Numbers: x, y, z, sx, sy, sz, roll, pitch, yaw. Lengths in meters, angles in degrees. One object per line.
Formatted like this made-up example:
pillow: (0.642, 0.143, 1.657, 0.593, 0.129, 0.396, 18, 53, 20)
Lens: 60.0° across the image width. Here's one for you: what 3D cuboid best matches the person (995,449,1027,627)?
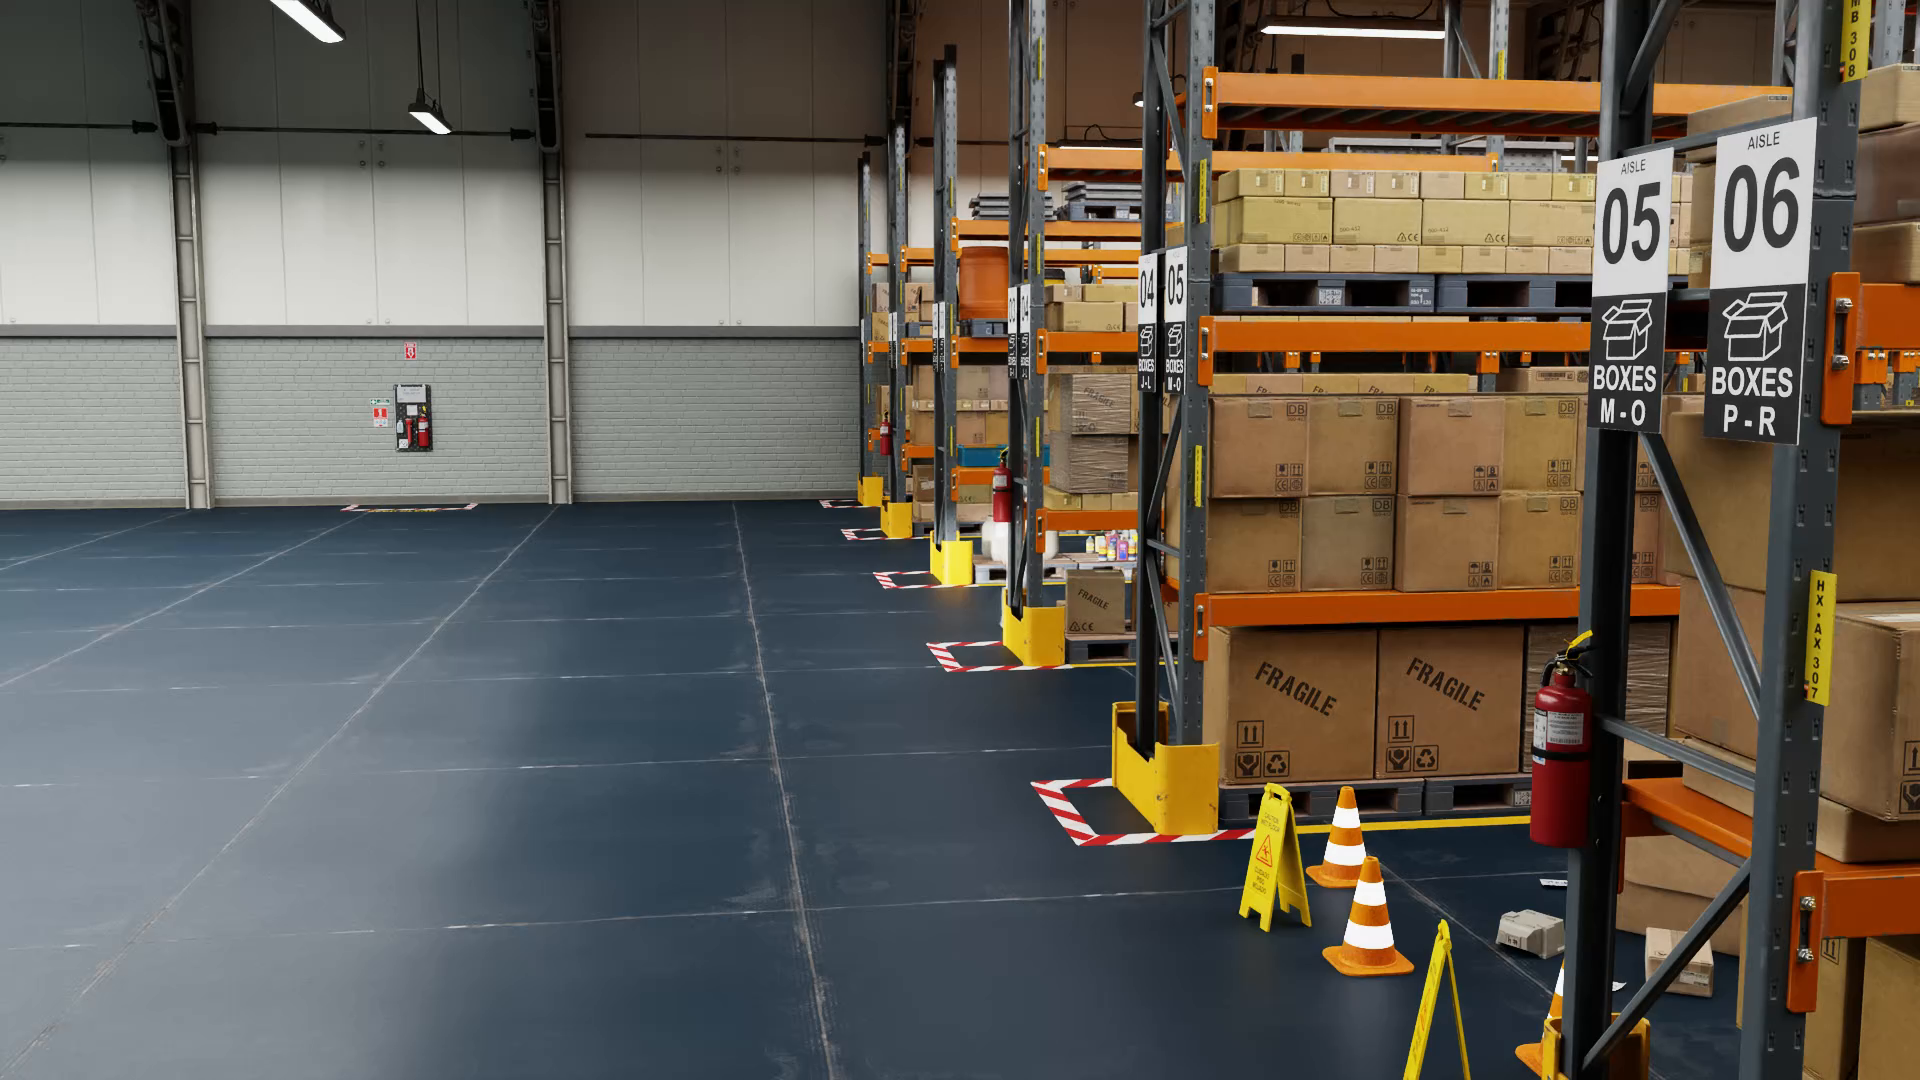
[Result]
person: (0.569, -0.016, 16.013, 0.440, 1.722, 0.547, 1, 7, 12)
